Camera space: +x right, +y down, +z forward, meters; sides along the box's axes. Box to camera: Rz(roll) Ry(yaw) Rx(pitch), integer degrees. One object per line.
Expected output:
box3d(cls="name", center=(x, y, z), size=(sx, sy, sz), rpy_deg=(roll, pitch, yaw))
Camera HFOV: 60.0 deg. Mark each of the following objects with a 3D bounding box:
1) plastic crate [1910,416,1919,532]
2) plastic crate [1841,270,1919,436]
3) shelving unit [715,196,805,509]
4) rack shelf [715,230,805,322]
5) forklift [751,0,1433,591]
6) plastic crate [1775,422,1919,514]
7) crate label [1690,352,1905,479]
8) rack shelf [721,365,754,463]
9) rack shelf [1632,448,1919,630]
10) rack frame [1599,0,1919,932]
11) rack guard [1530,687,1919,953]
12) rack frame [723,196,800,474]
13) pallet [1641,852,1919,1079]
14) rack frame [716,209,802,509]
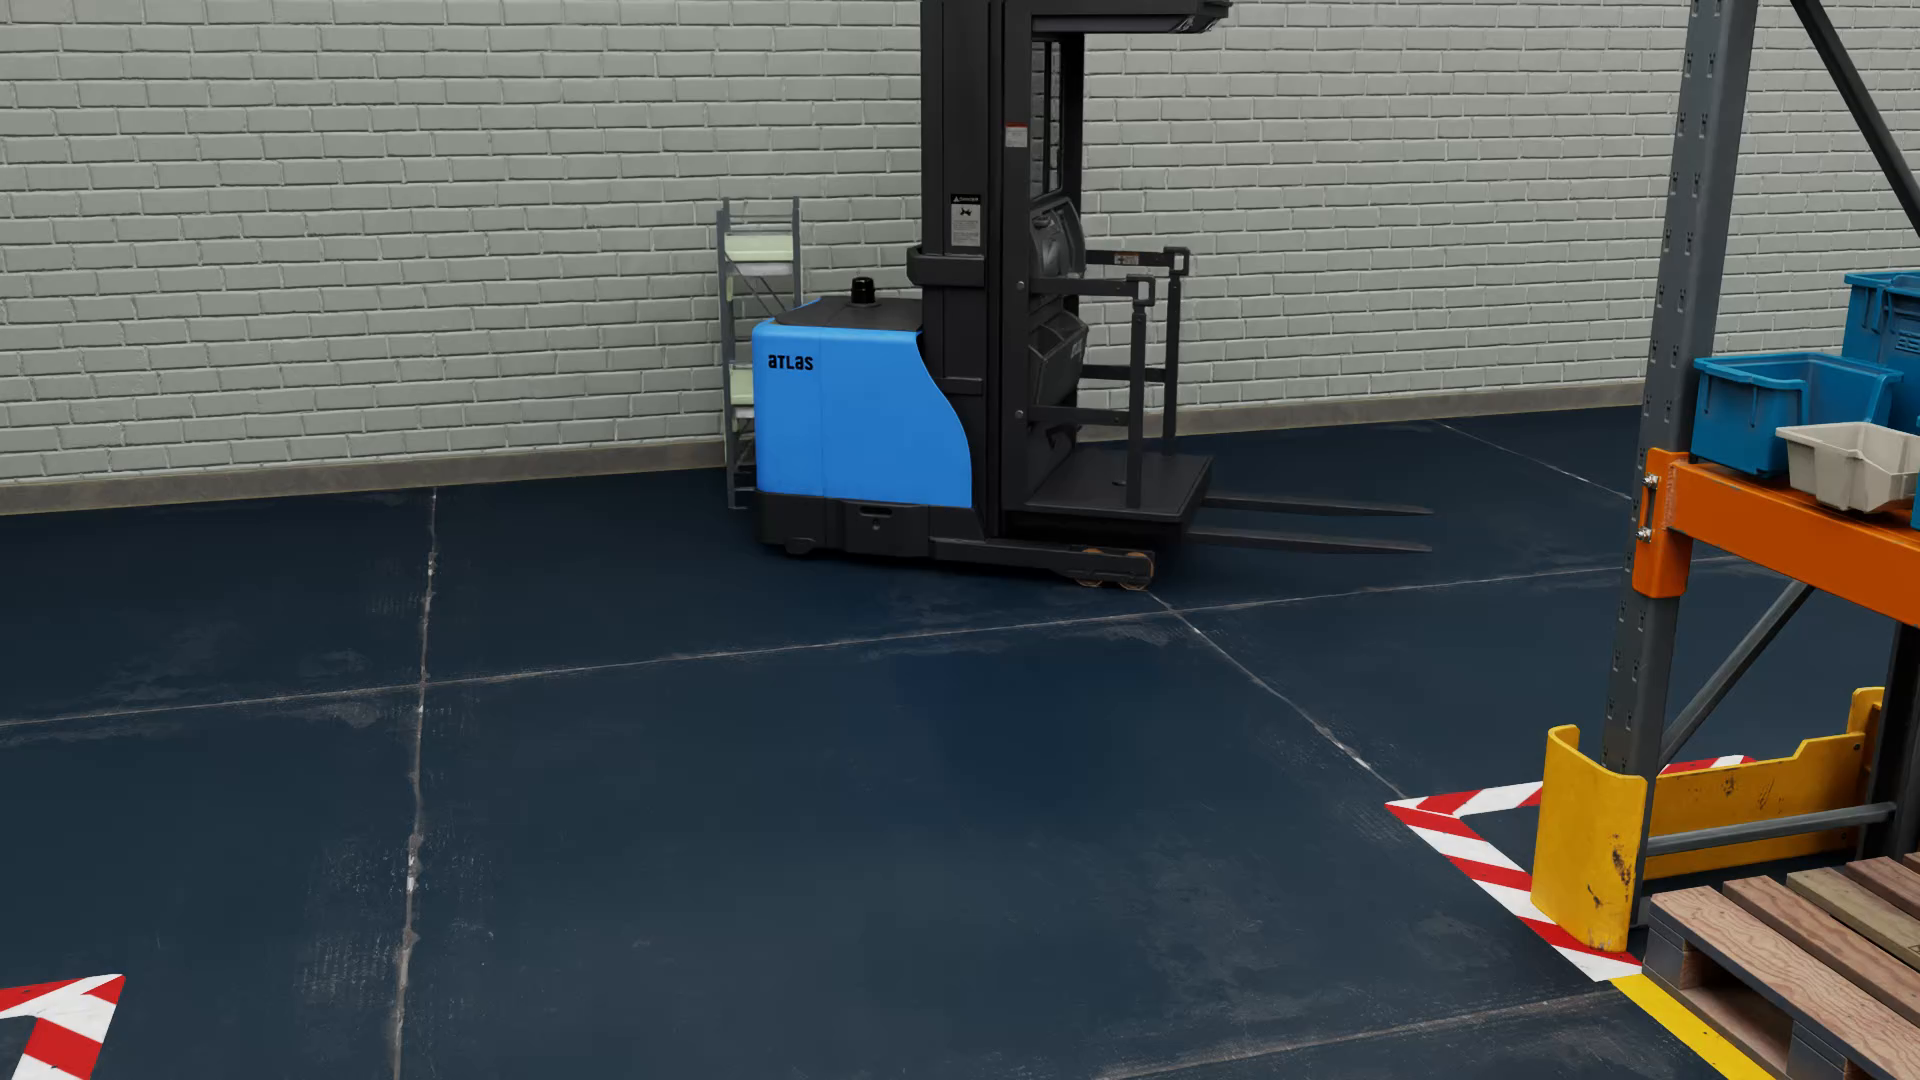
box3d(cls="plastic crate", center=(2.129, -0.111, 3.294), size=(0.416, 0.233, 0.300), rpy_deg=(-5, 17, -15))
box3d(cls="plastic crate", center=(2.468, -0.406, 3.925), size=(0.616, 0.435, 0.499), rpy_deg=(-5, 17, -15))
box3d(cls="shelving unit", center=(-1.015, -0.987, 8.632), size=(0.431, 1.500, 0.755), rpy_deg=(-2, 17, -5))
box3d(cls="rack shelf", center=(-1.015, -1.361, 8.519), size=(0.431, 0.370, 0.720), rpy_deg=(-2, 17, -5))
box3d(cls="forklift", center=(0.624, -1.353, 7.363), size=(3.031, 2.935, 1.130), rpy_deg=(5, 17, 15))
box3d(cls="plastic crate", center=(1.956, -0.152, 3.597), size=(0.250, 0.136, 0.298), rpy_deg=(-5, 17, -15))
box3d(cls="crate label", center=(1.948, -0.293, 3.900), size=(0.416, 0.233, 0.303), rpy_deg=(-5, 17, -15))
box3d(cls="rack shelf", center=(-1.015, -0.675, 8.725), size=(0.431, 0.370, 0.720), rpy_deg=(-2, 17, -5))
box3d(cls="rack shelf", center=(2.746, 0.459, 2.460), size=(1.077, 0.370, 4.000), rpy_deg=(-5, 17, -15))
box3d(cls="rack frame", center=(2.196, -0.439, 4.198), size=(1.000, 3.000, 0.127), rpy_deg=(-5, 17, -15))
box3d(cls="rack guard", center=(2.177, 0.753, 4.577), size=(1.175, 0.500, 0.348), rpy_deg=(-5, 17, -15))
box3d(cls="rack frame", center=(-1.049, -1.092, 8.981), size=(0.400, 1.500, 0.023), rpy_deg=(-2, 17, -5))
box3d(cls="pallet", center=(2.386, 1.128, 3.830), size=(1.003, 0.211, 1.213), rpy_deg=(-5, 17, -15))
box3d(cls="rack frame", center=(-0.981, -0.882, 8.282), size=(0.400, 1.500, 0.023), rpy_deg=(-2, 17, -5))
